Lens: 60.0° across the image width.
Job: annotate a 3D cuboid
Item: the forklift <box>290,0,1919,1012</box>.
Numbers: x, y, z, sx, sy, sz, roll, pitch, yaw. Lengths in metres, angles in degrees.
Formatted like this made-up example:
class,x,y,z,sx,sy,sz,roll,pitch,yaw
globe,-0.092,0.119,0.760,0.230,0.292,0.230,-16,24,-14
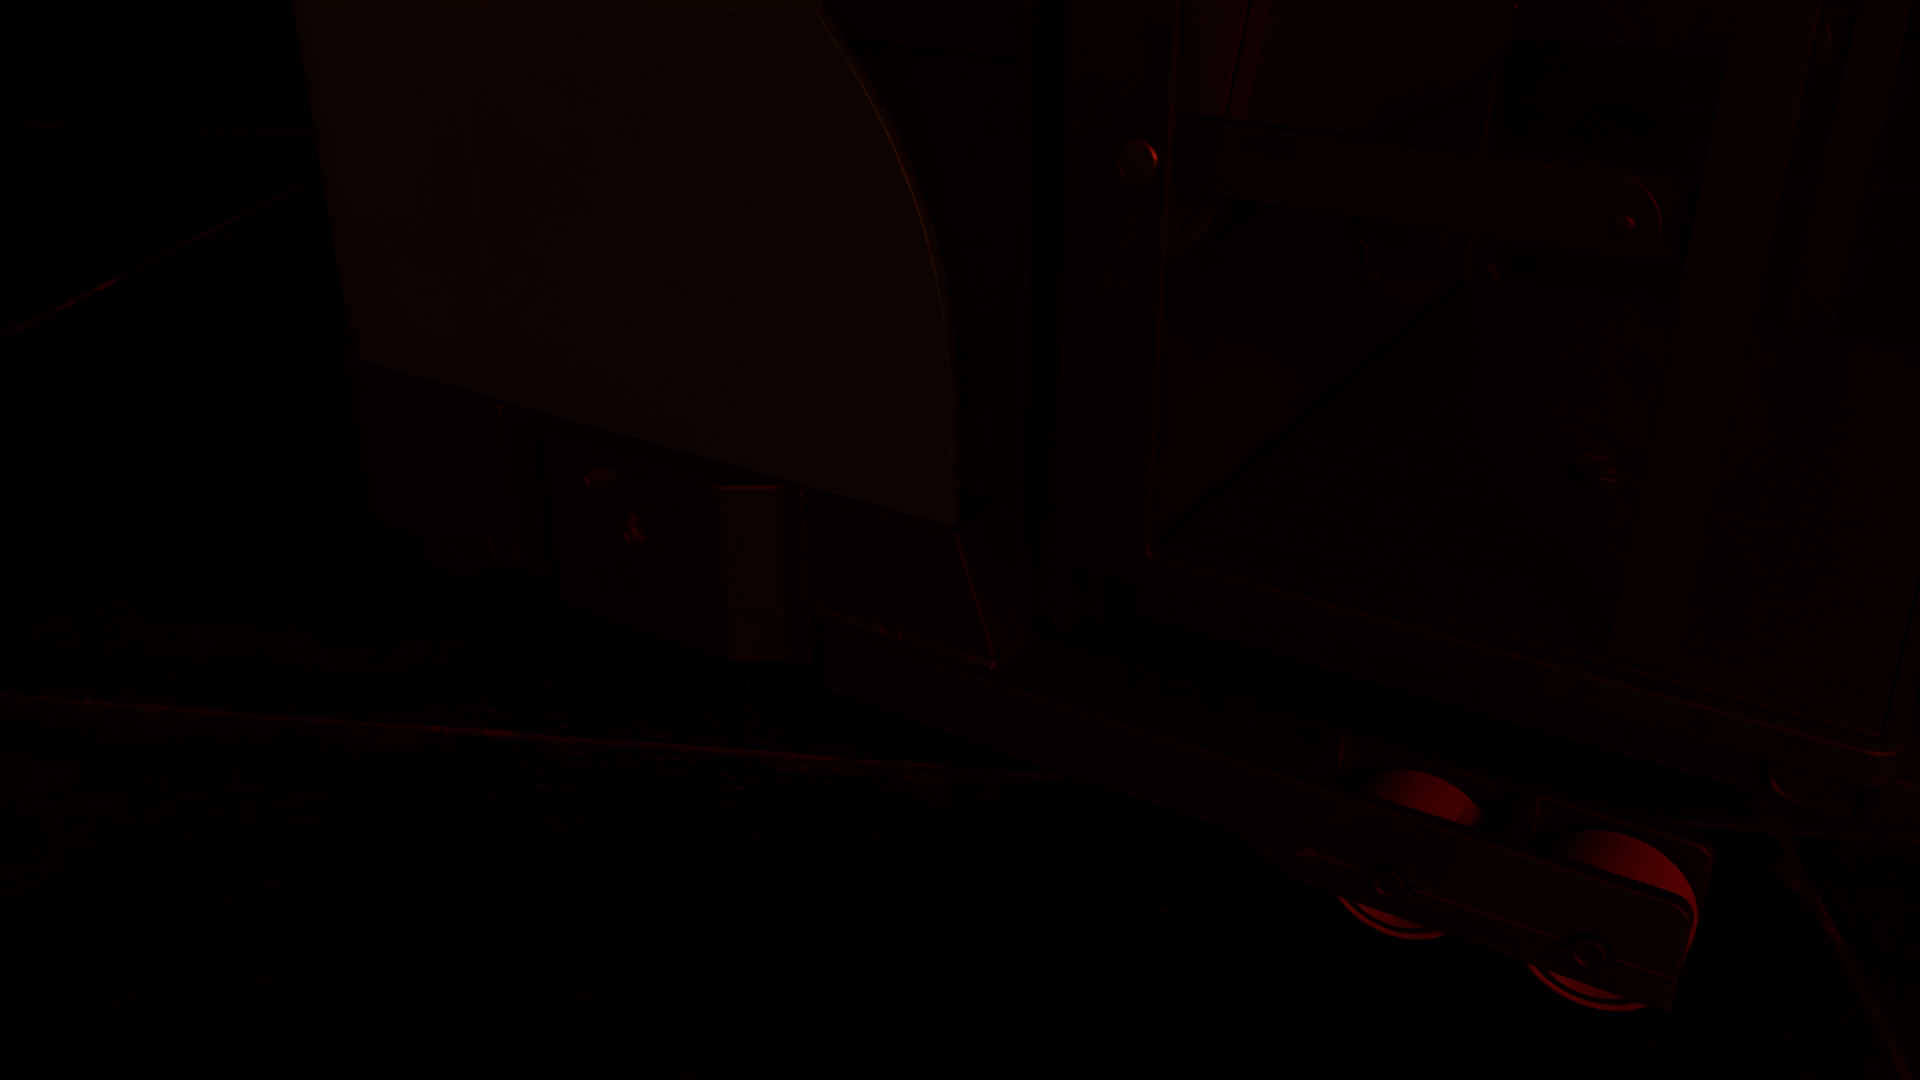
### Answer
class,x,y,z,sx,sy,sz,roll,pitch,yaw
forklift,0.646,-1.133,1.487,3.031,2.935,1.130,16,31,28
